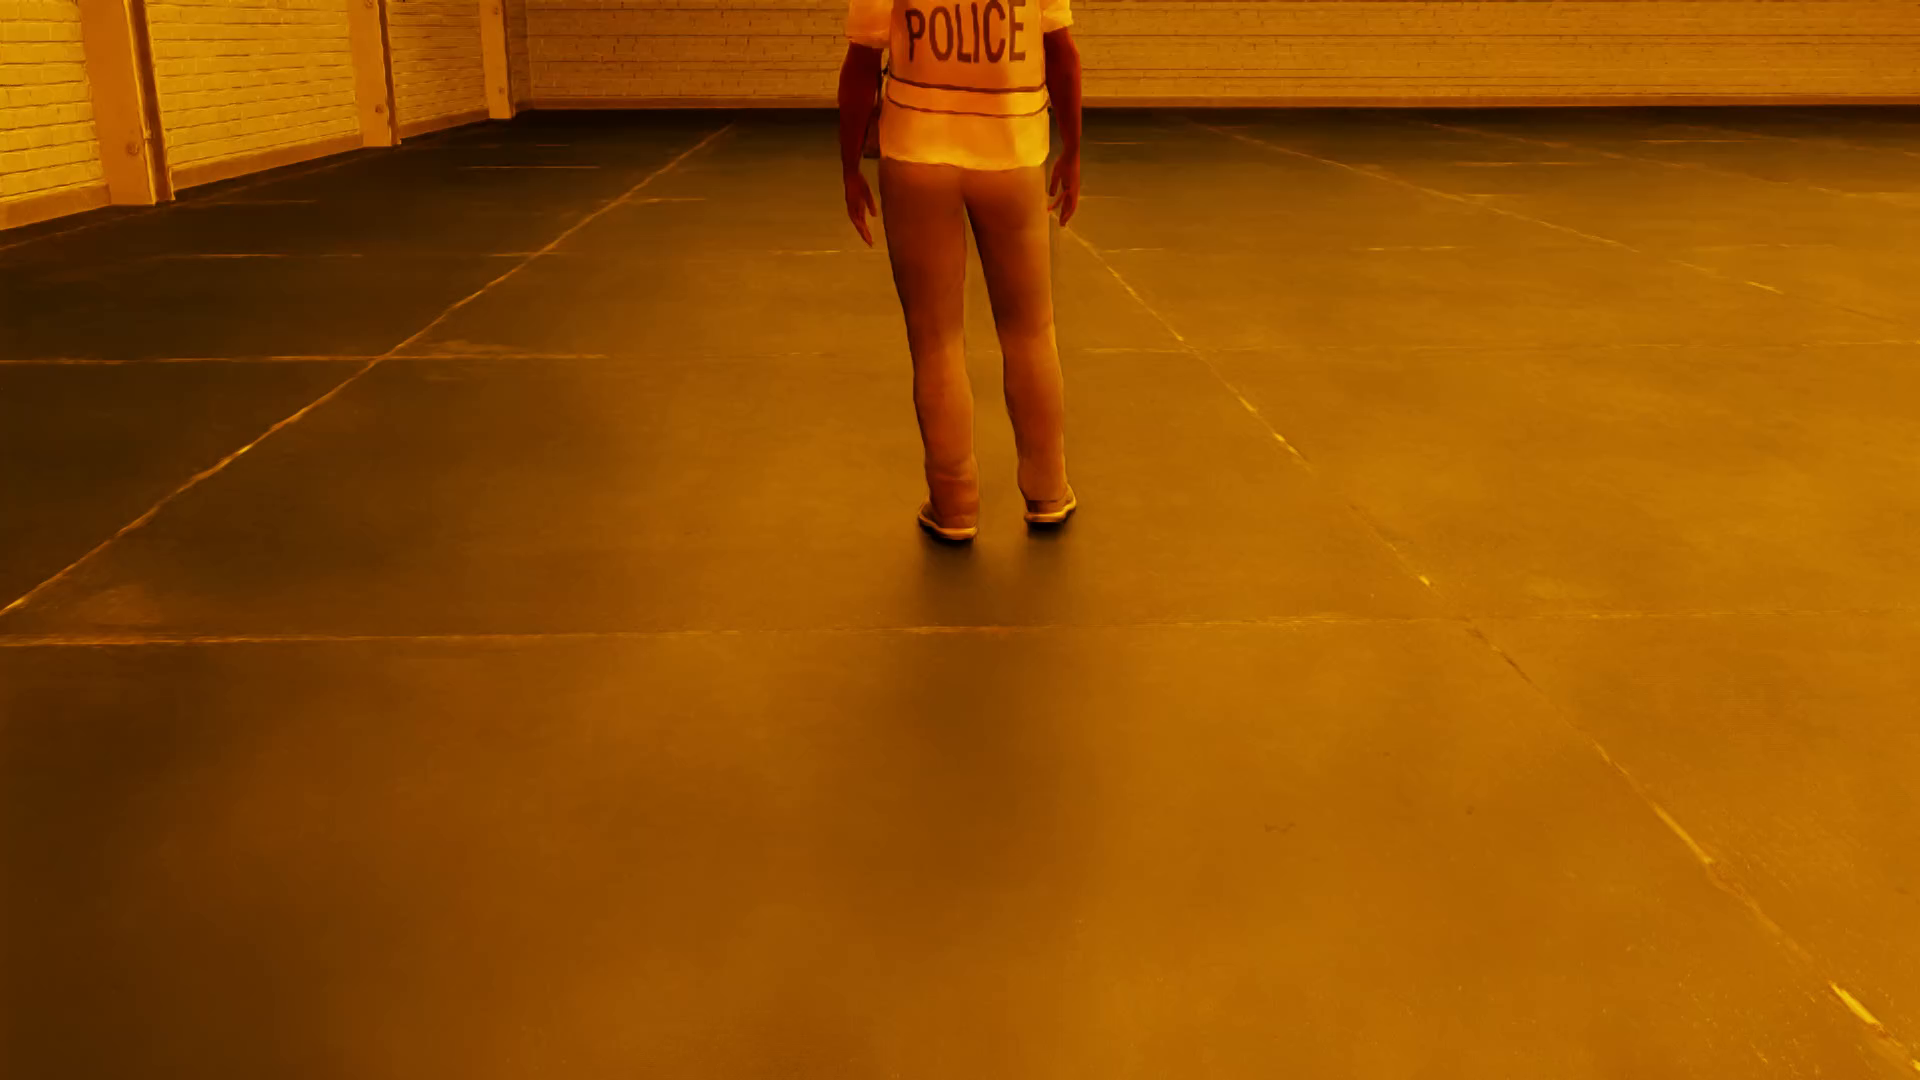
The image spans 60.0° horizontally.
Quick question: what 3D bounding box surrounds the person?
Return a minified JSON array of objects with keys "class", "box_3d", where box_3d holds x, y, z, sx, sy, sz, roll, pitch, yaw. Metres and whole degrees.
[{"class":"person","box_3d":[0.016,-0.839,3.741,0.570,1.693,0.529,-1,17,-3]}]
